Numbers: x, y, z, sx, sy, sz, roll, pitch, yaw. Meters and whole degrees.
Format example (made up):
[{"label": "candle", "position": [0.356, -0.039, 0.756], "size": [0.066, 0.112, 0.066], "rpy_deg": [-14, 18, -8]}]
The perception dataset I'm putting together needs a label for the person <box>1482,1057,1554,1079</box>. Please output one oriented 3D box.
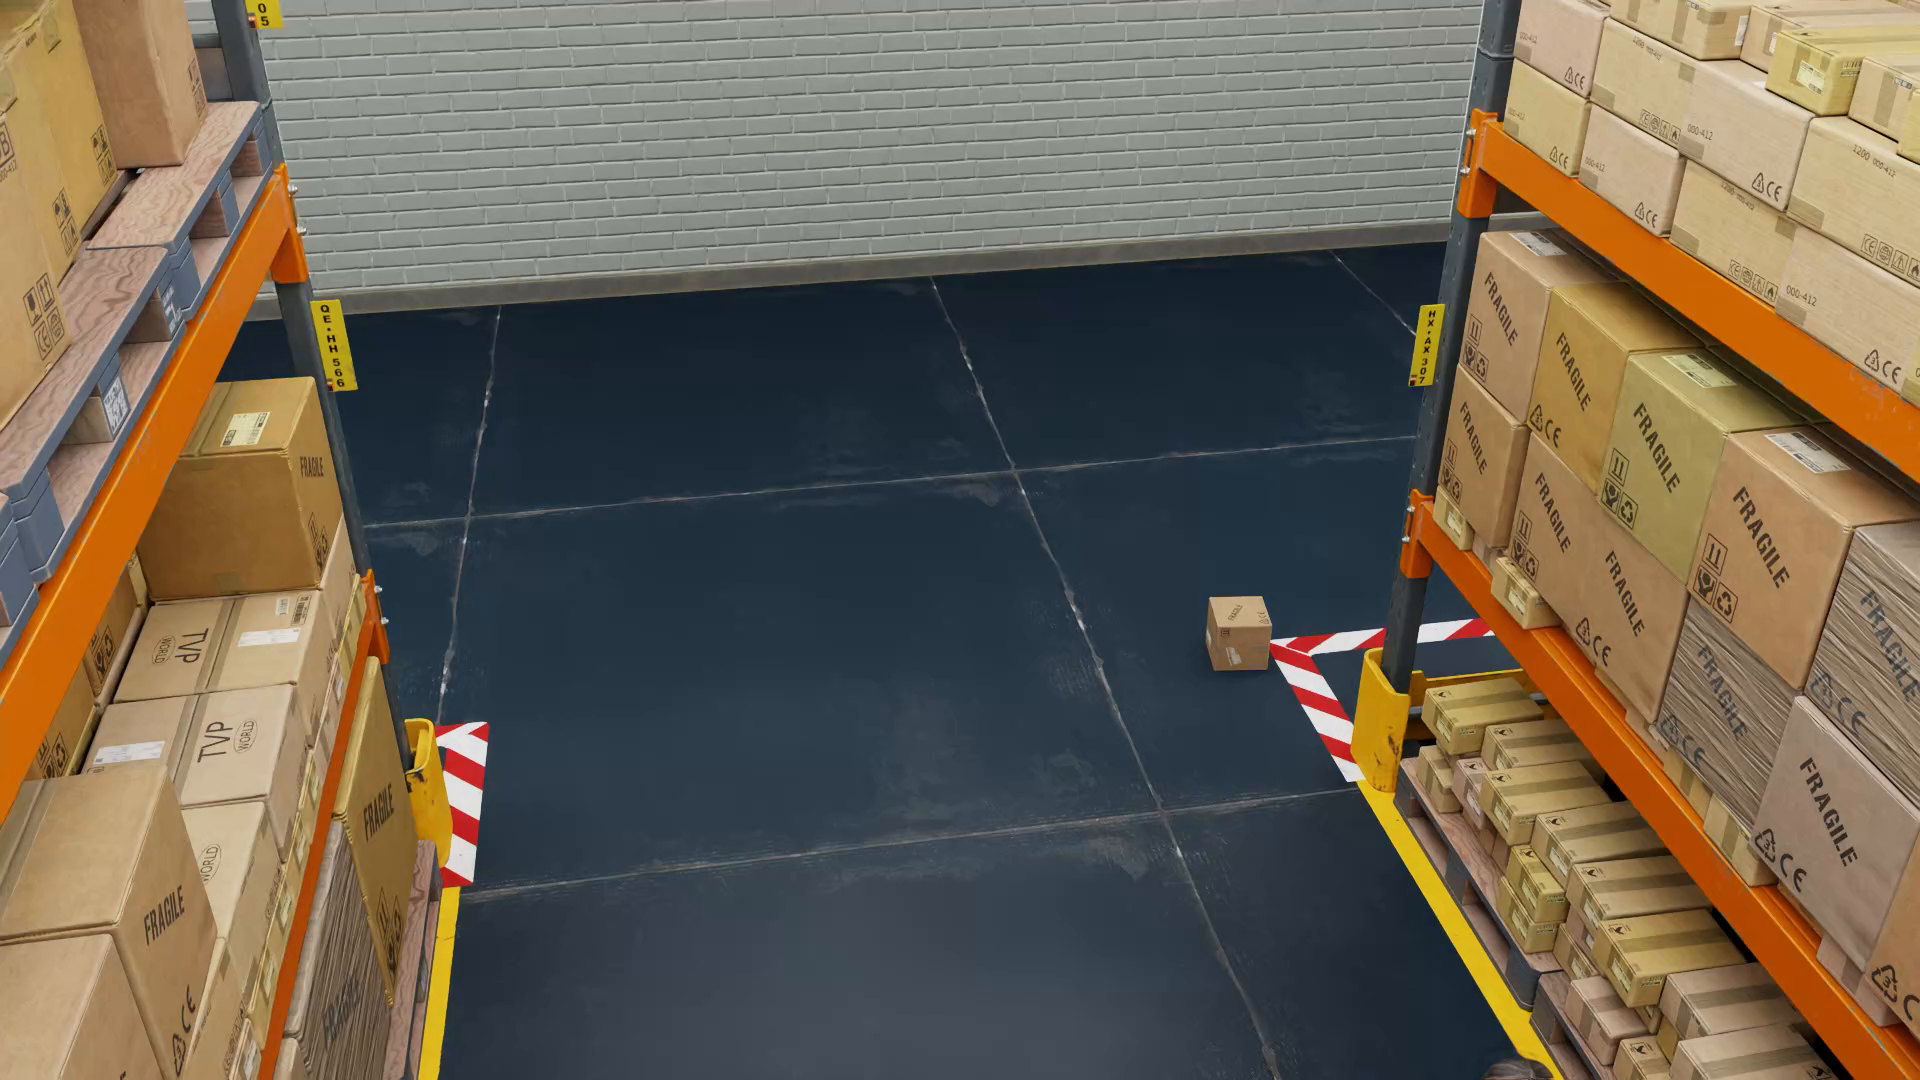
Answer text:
[{"label": "person", "position": [1.217, 1.868, 3.996], "size": [0.467, 1.616, 0.859], "rpy_deg": [-5, 31, -8]}]
